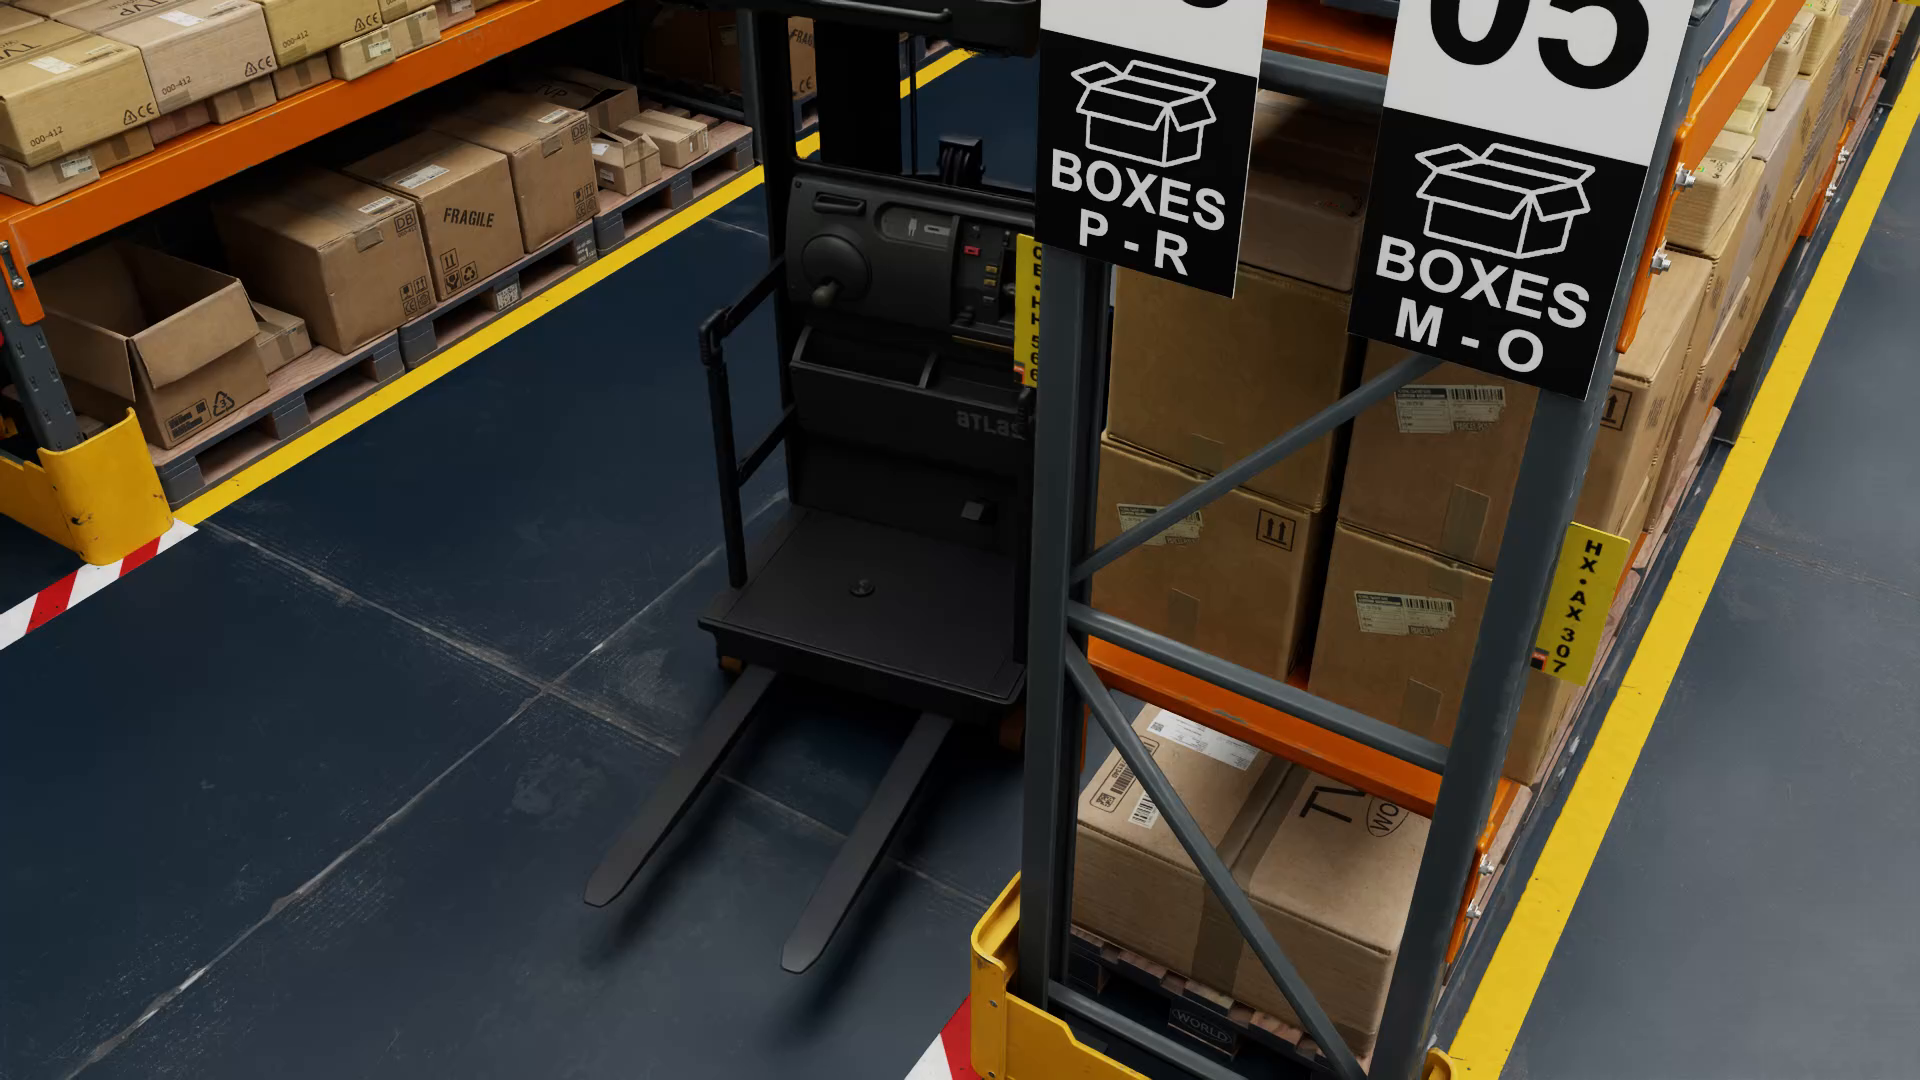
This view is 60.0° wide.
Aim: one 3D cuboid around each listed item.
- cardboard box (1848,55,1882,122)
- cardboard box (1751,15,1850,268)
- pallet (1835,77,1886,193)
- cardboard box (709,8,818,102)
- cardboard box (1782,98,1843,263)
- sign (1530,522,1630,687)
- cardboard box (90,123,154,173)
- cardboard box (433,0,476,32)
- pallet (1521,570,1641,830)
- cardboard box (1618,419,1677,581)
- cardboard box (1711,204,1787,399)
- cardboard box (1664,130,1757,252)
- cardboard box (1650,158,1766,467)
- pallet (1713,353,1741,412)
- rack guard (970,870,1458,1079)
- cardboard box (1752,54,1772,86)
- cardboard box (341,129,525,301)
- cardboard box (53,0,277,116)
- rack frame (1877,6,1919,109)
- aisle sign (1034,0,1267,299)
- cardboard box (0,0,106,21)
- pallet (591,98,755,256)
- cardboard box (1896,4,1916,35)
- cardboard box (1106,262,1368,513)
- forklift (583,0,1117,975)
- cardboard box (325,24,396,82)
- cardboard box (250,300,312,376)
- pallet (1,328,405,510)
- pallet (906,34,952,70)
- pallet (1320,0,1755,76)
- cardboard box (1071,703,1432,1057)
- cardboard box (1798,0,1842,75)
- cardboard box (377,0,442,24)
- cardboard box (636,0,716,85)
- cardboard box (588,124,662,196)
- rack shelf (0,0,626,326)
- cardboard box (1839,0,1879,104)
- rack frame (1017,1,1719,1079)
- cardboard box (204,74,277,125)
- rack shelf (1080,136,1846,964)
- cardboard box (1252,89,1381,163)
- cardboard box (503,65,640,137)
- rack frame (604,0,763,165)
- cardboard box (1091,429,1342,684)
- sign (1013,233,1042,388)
[{"bbox_3d":[3.203,-1.839,6.301,0.500,0.250,0.500,20,42,24],"label":"cardboard box"},{"bbox_3d":[1.906,-1.080,4.293,0.500,0.500,0.500,21,42,25],"label":"cardboard box"},{"bbox_3d":[4.401,-2.334,9.104,1.003,0.211,1.213,21,42,25],"label":"pallet"},{"bbox_3d":[-1.000,-2.732,9.040,0.500,0.500,0.500,23,43,27],"label":"cardboard box"},{"bbox_3d":[2.441,-1.208,5.278,0.500,0.500,0.500,20,42,24],"label":"cardboard box"},{"bbox_3d":[1.067,0.115,2.870,0.100,0.325,0.005,21,42,25],"label":"sign"},{"bbox_3d":[-3.087,-1.444,5.872,0.380,0.149,0.250,22,43,26],"label":"cardboard box"},{"bbox_3d":[-2.248,-2.243,6.909,0.380,0.149,0.250,21,42,25],"label":"cardboard box"},{"bbox_3d":[1.618,0.344,5.630,1.003,0.211,1.213,21,42,25],"label":"pallet"},{"bbox_3d":[1.348,-0.159,3.917,0.500,0.500,0.500,21,42,25],"label":"cardboard box"},{"bbox_3d":[1.890,-0.679,4.592,0.500,0.500,0.500,23,43,27],"label":"cardboard box"},{"bbox_3d":[1.342,-0.736,3.315,0.380,0.149,0.250,23,43,26],"label":"cardboard box"},{"bbox_3d":[1.370,-0.554,3.611,0.500,0.500,0.500,20,42,24],"label":"cardboard box"},{"bbox_3d":[3.094,-1.076,7.473,1.003,0.211,1.213,21,42,25],"label":"pallet"},{"bbox_3d":[0.588,1.307,4.146,1.175,0.500,0.348,21,42,25],"label":"rack guard"},{"bbox_3d":[1.564,-1.030,3.697,0.380,0.149,0.250,22,43,26],"label":"cardboard box"},{"bbox_3d":[-2.326,-1.446,7.372,0.500,0.500,0.500,22,43,26],"label":"cardboard box"},{"bbox_3d":[-2.851,-1.782,5.983,0.500,0.250,0.500,22,43,26],"label":"cardboard box"},{"bbox_3d":[4.887,-3.820,8.748,1.000,3.000,0.127,21,42,25],"label":"rack frame"},{"bbox_3d":[0.301,-0.790,2.688,0.394,0.787,0.004,21,42,25],"label":"aisle sign"},{"bbox_3d":[-3.292,-1.965,6.222,0.500,0.250,0.500,21,42,25],"label":"cardboard box"},{"bbox_3d":[-1.818,-1.921,8.570,1.003,0.211,1.213,21,42,25],"label":"pallet"},{"bbox_3d":[3.767,-2.365,6.984,0.500,0.250,0.500,21,42,25],"label":"cardboard box"},{"bbox_3d":[0.659,-0.458,3.486,0.500,0.500,0.500,23,43,27],"label":"cardboard box"},{"bbox_3d":[-0.171,-0.770,4.849,1.130,2.935,3.031,14,40,17],"label":"forklift"},{"bbox_3d":[-2.452,-1.946,6.523,0.380,0.149,0.250,20,42,24],"label":"cardboard box"},{"bbox_3d":[-2.924,-0.845,6.881,0.380,0.149,0.250,19,42,23],"label":"cardboard box"},{"bbox_3d":[-3.125,-0.663,6.938,1.003,0.211,1.213,21,42,25],"label":"pallet"},{"bbox_3d":[-0.392,-3.338,10.408,1.003,0.211,1.213,21,42,25],"label":"pallet"},{"bbox_3d":[0.990,-1.234,3.010,1.003,0.211,1.213,21,42,25],"label":"pallet"},{"bbox_3d":[0.870,0.780,4.536,0.875,0.438,0.875,20,42,24],"label":"cardboard box"},{"bbox_3d":[1.892,-1.266,4.004,0.380,0.149,0.250,20,42,24],"label":"cardboard box"},{"bbox_3d":[-2.327,-2.315,6.675,0.500,0.250,0.500,20,42,24],"label":"cardboard box"},{"bbox_3d":[-1.436,-2.906,9.266,0.500,0.500,0.500,21,42,25],"label":"cardboard box"},{"bbox_3d":[-1.691,-1.896,8.148,0.396,0.266,0.258,23,43,27],"label":"cardboard box"},{"bbox_3d":[-2.520,-2.064,7.059,1.077,0.370,4.000,21,42,25],"label":"rack shelf"},{"bbox_3d":[2.446,-1.601,4.969,0.500,0.500,0.500,21,42,24],"label":"cardboard box"},{"bbox_3d":[0.601,0.304,3.398,1.000,3.000,0.127,21,42,25],"label":"rack frame"},{"bbox_3d":[-2.788,-1.701,6.205,0.380,0.149,0.250,23,43,26],"label":"cardboard box"},{"bbox_3d":[1.673,-0.442,4.956,1.077,0.370,4.000,21,42,25],"label":"rack shelf"},{"bbox_3d":[0.740,-0.777,3.370,0.380,0.149,0.250,22,43,26],"label":"cardboard box"},{"bbox_3d":[-2.002,-2.218,8.528,0.500,0.311,0.500,23,43,27],"label":"cardboard box"},{"bbox_3d":[-1.449,-3.380,8.177,1.000,3.000,0.127,21,42,25],"label":"rack frame"},{"bbox_3d":[0.636,-0.071,3.803,0.500,0.500,0.500,21,42,25],"label":"cardboard box"},{"bbox_3d":[0.151,-0.433,3.212,0.100,0.325,0.005,21,42,25],"label":"sign"}]
